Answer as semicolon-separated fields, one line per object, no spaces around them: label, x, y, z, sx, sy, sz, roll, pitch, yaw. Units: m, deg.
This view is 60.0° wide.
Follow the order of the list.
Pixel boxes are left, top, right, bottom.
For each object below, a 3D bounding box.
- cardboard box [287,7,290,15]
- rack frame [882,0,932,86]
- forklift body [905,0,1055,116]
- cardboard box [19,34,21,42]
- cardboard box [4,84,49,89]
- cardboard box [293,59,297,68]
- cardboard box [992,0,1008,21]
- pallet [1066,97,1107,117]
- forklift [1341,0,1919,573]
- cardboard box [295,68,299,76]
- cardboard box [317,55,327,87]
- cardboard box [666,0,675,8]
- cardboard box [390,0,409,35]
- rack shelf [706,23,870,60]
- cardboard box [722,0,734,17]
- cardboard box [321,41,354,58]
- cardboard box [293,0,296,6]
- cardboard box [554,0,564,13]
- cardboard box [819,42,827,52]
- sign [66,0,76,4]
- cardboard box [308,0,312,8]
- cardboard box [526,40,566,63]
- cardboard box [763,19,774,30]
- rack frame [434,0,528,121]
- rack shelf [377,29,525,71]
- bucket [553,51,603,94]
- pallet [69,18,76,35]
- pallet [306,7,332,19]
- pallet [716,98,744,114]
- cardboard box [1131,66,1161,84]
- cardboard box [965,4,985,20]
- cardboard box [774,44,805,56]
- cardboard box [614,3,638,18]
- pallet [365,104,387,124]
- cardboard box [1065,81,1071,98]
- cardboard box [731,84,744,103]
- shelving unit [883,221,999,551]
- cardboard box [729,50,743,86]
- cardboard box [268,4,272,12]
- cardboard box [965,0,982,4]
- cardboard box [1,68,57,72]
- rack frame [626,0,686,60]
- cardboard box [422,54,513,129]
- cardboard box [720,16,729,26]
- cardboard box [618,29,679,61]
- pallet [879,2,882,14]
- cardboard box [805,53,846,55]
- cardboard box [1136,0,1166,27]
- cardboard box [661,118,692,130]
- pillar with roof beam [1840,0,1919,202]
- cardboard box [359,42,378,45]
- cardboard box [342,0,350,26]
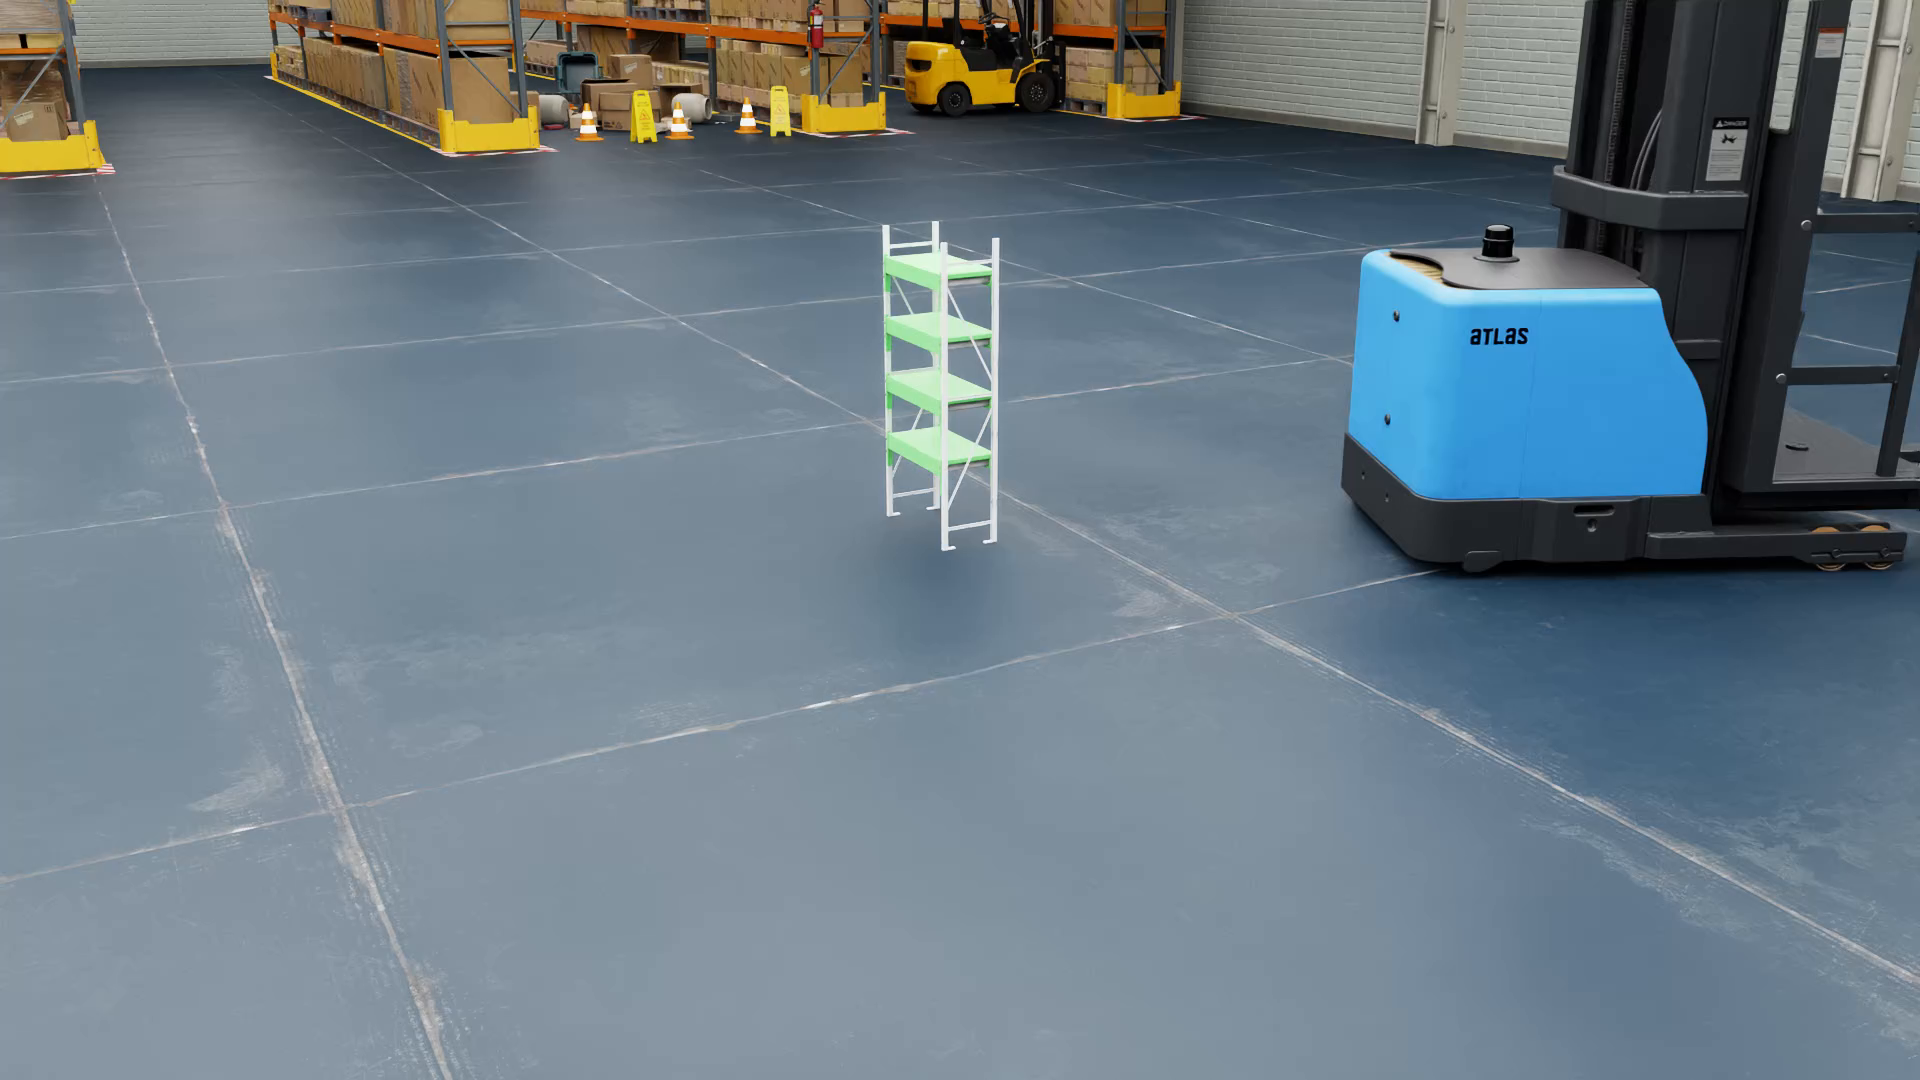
cardboard box;-12.475;-9.990;31.368;0.380;0.149;0.250;-11;22;-29
rack frame;-1.010;-10.186;31.552;1.000;3.000;0.127;-10;21;-27
forklift body;0.282;-7.750;25.794;2.313;2.155;1.214;-10;21;-27
cardboard box;-11.086;-5.804;19.237;0.380;0.149;0.250;-10;21;-27
cardboard box;-12.044;-5.629;21.533;0.500;0.500;0.500;-11;22;-28
cardboard box;-12.296;-8.951;31.244;0.380;0.149;0.250;-11;22;-29
cardboard box;0.870;-8.917;27.722;0.500;0.500;0.500;-11;22;-28
pallet;2.388;-6.784;25.969;1.003;0.211;1.213;-10;21;-27
forklift;3.160;-1.438;6.306;3.031;2.935;1.130;-1;19;-4
cardboard box;-12.303;-8.833;31.357;0.380;0.149;0.250;-11;22;-28
cardboard box;-10.737;-8.085;28.650;0.500;0.500;0.500;-11;22;-29
cardboard box;-4.662;-8.902;27.573;0.380;0.149;0.250;-9;21;-25
cardboard box;-7.166;-7.111;22.411;0.875;0.550;0.550;-10;21;-27
rack shelf;-2.528;-7.354;24.446;1.077;0.370;4.000;-10;21;-27
cardboard box;-3.255;-8.146;25.030;0.500;0.500;0.500;-10;21;-27
cardboard box;-10.490;-8.291;28.098;0.500;0.250;0.500;-10;21;-26
cardboard box;-11.551;-9.513;29.343;0.380;0.149;0.250;-10;21;-26
cardboard box;-7.722;-10.705;32.903;0.500;0.500;0.500;-10;21;-26
cardboard box;-2.617;-10.026;34.277;0.500;0.500;0.500;-10;22;-27
sign;-9.822;-6.078;18.319;0.100;0.325;0.005;-10;21;-27
cardboard box;-10.678;-8.988;27.821;0.380;0.149;0.250;-10;22;-27
cardboard box;-8.775;-10.526;35.821;0.875;0.438;0.875;-11;22;-28
cardboard box;-2.613;-7.431;23.954;0.380;0.149;0.250;-10;22;-27
rack frame;-5.887;-6.324;20.359;1.000;3.000;0.127;-10;21;-27
rack shelf;-6.836;-6.558;22.140;1.077;0.370;4.000;-10;21;-27
bucket;-5.692;-6.961;24.895;0.726;0.611;0.620;-3;9;-8
pallet;-12.434;-6.884;22.277;1.003;0.211;1.213;-10;21;-27
pallet;-10.661;-9.092;28.674;1.003;0.211;1.213;-10;21;-27
pallet;-3.128;-6.762;25.905;1.003;0.211;1.213;-10;21;-27
cardboard box;2.748;-7.192;25.679;0.500;0.250;0.500;-10;21;-26
cardboard box;0.419;-9.071;28.551;0.500;0.250;0.500;-9;21;-25
cardboard box;-2.422;-6.964;23.642;0.380;0.149;0.250;-9;21;-25
cardboard box;-5.846;-9.450;29.649;0.500;0.250;0.500;-11;22;-29
pallet;-8.219;-6.364;24.750;1.003;0.211;1.213;-10;21;-27
cardboard box;1.830;-7.163;26.364;0.500;0.250;0.500;-10;21;-26
cardboard box;-3.172;-6.804;25.322;0.500;0.250;0.500;-9;21;-24
shelving unit;-0.079;-0.615;6.573;0.258;1.200;0.503;-10;21;-27
cardboard box;-3.170;-7.158;25.199;0.500;0.500;0.500;-9;21;-24
cardboard box;-13.619;-10.654;33.294;0.380;0.149;0.250;-10;21;-27
cardboard box;0.431;-9.304;28.461;0.500;0.250;0.500;-10;22;-28
cardboard box;-13.763;-6.718;24.660;0.700;0.500;0.500;-11;22;-30
rack frame;-5.377;-9.416;29.321;1.000;3.000;0.127;-10;21;-27
cardboard box;-6.267;-5.702;21.172;0.875;0.875;0.875;-10;21;-26
cardboard box;-3.445;-7.944;25.441;0.380;0.149;0.250;-9;21;-25
cardboard box;-5.632;-8.821;30.211;0.875;0.875;0.875;-10;22;-27
pallet;-1.394;-10.279;32.116;1.213;0.211;1.003;-10;21;-27
cardboard box;-1.982;-6.803;24.171;0.500;0.500;0.500;-11;22;-29
cardboard box;2.798;-8.122;25.417;0.500;0.500;0.500;-9;21;-25
cardboard box;-3.978;-5.835;23.313;0.380;0.149;0.250;1;19;2
pillar with roof beam;5.161;-6.953;12.986;9.100;9.000;0.400;-10;21;-27
cardboard box;-9.800;-8.227;27.914;0.500;0.250;0.500;-11;22;-29
cardboard box;-9.227;-8.207;25.662;0.500;0.500;0.500;-10;21;-27
